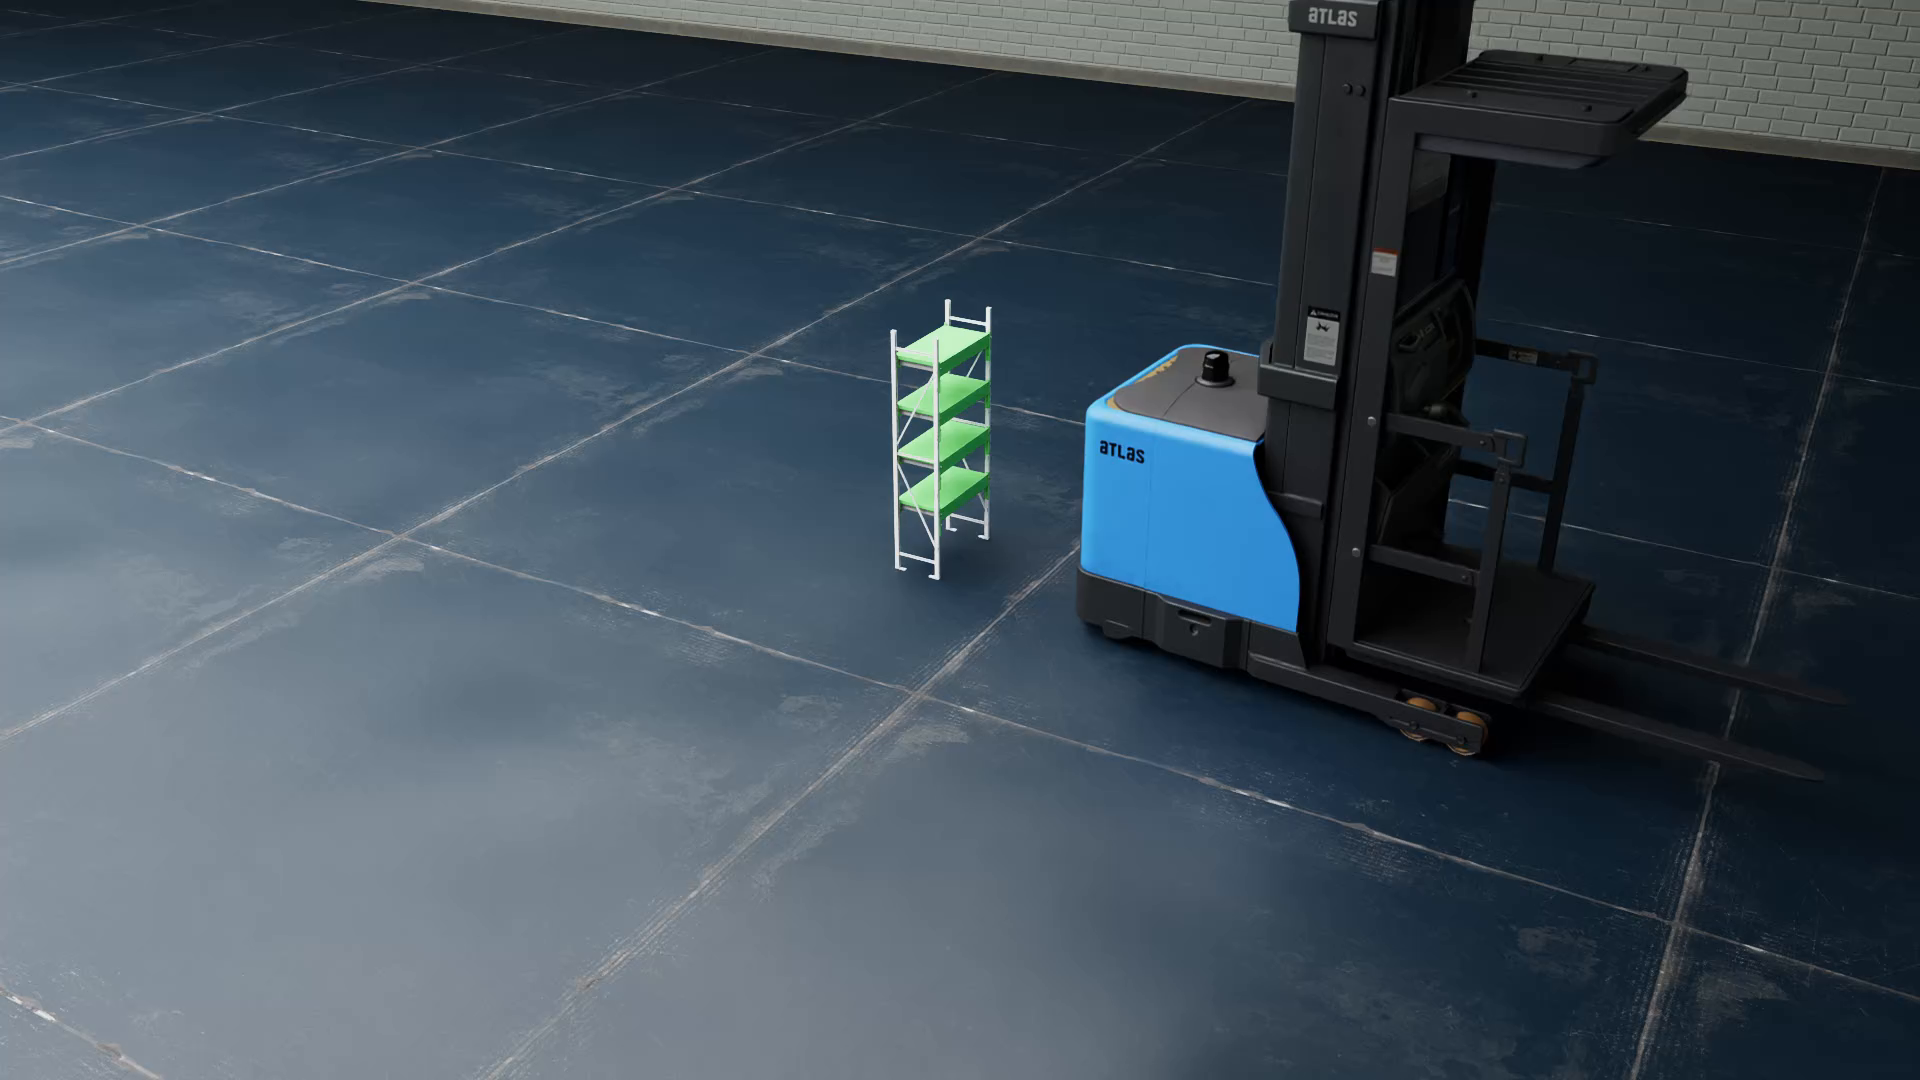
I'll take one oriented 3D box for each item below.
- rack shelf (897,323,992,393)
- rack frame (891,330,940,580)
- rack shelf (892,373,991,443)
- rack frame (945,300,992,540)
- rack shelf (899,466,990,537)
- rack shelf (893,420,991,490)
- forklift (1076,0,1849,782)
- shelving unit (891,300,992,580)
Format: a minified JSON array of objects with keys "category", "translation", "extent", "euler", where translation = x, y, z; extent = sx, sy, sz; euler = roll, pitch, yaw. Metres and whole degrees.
[{"category":"rack shelf","translation":[-0.081,-0.844,7.666],"extent":[0.258,0.148,0.480],"euler":[14,30,26]},{"category":"rack frame","translation":[-0.201,-0.377,7.663],"extent":[0.240,1.200,0.015],"euler":[14,30,26]},{"category":"rack shelf","translation":[-0.081,-0.630,7.774],"extent":[0.258,0.148,0.480],"euler":[14,30,26]},{"category":"rack frame","translation":[0.039,-0.567,8.043],"extent":[0.240,1.200,0.015],"euler":[14,30,26]},{"category":"rack shelf","translation":[-0.081,-0.200,7.989],"extent":[0.258,0.148,0.480],"euler":[14,30,26]},{"category":"rack shelf","translation":[-0.081,-0.415,7.881],"extent":[0.258,0.148,0.480],"euler":[14,30,26]},{"category":"forklift","translation":[2.031,-0.734,6.442],"extent":[3.031,2.935,1.130],"euler":[16,31,29]},{"category":"shelving unit","translation":[-0.081,-0.472,7.853],"extent":[0.258,1.200,0.503],"euler":[14,30,26]}]
